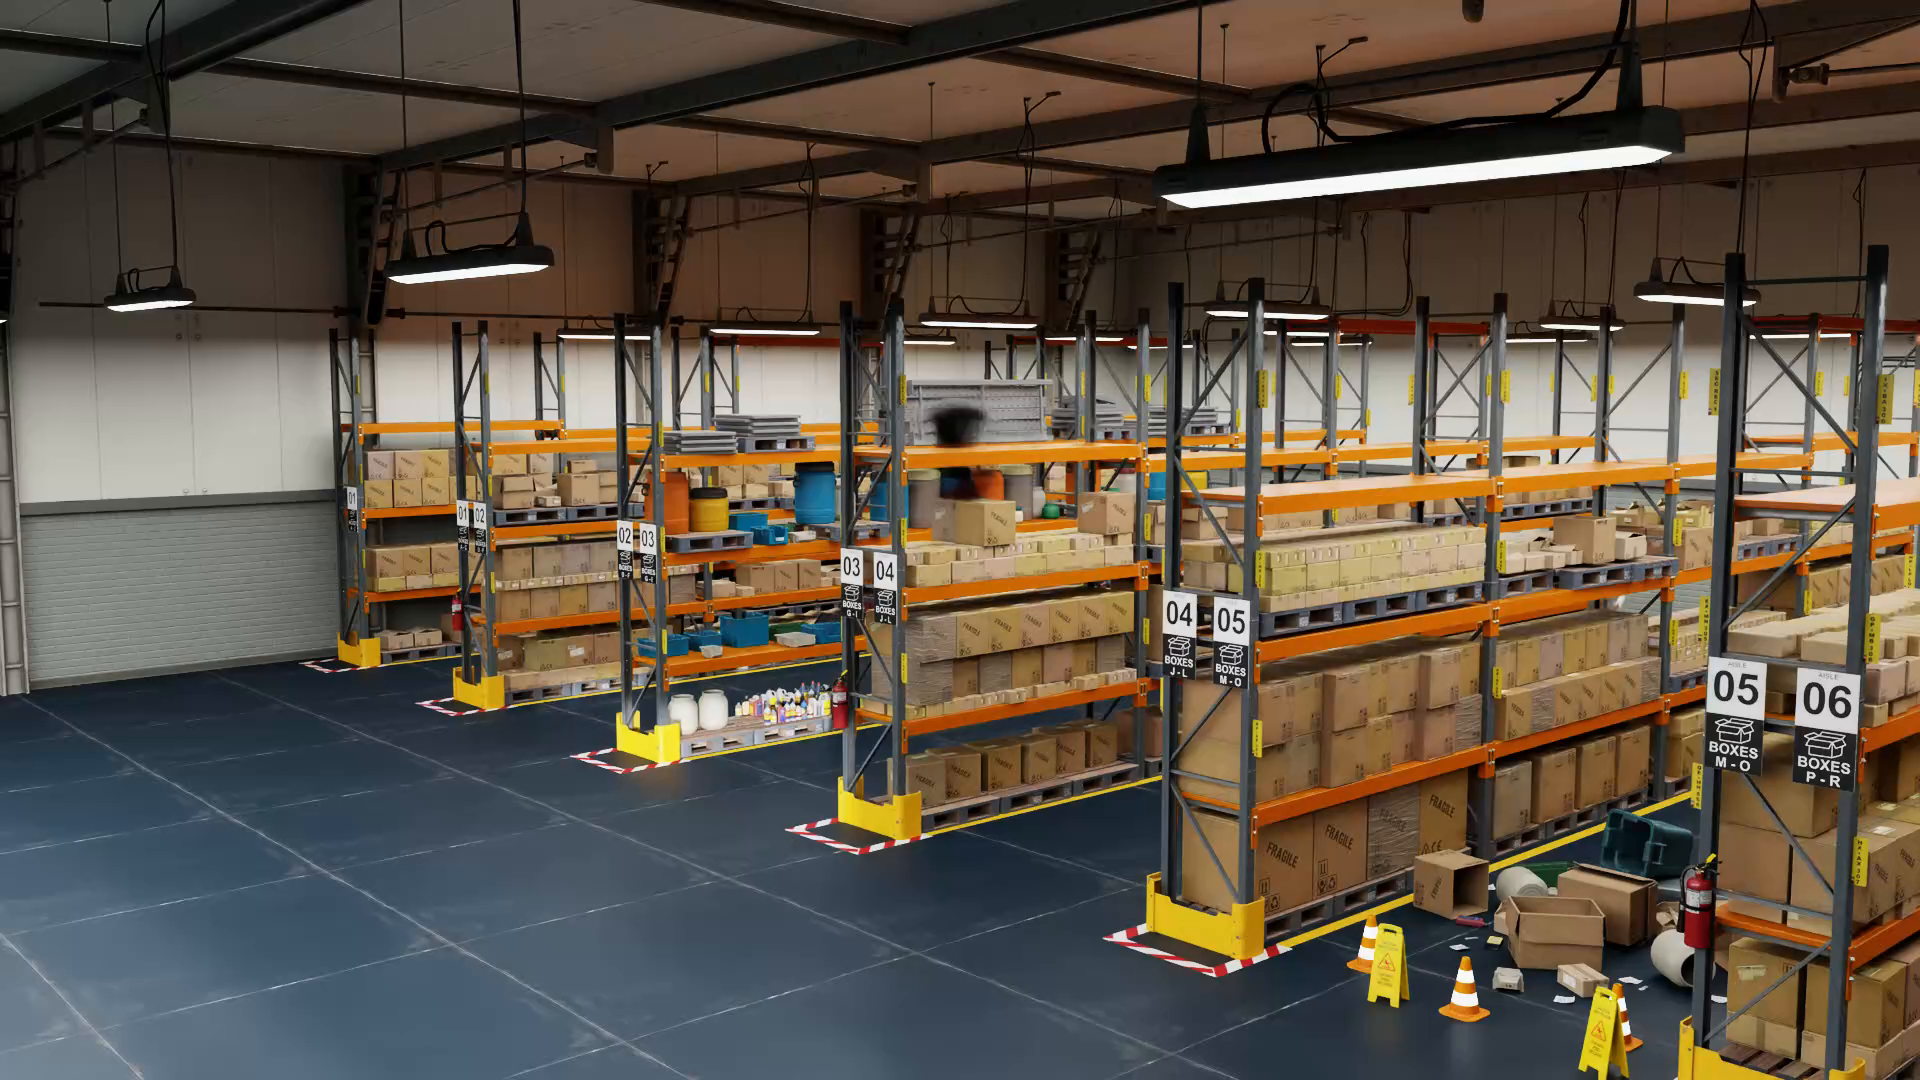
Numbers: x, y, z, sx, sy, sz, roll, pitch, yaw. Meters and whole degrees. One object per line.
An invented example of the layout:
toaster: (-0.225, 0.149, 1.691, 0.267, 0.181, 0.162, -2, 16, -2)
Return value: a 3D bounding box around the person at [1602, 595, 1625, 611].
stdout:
person: (11.869, 1.357, 30.878, 0.725, 1.509, 1.094, 0, 6, 0)
